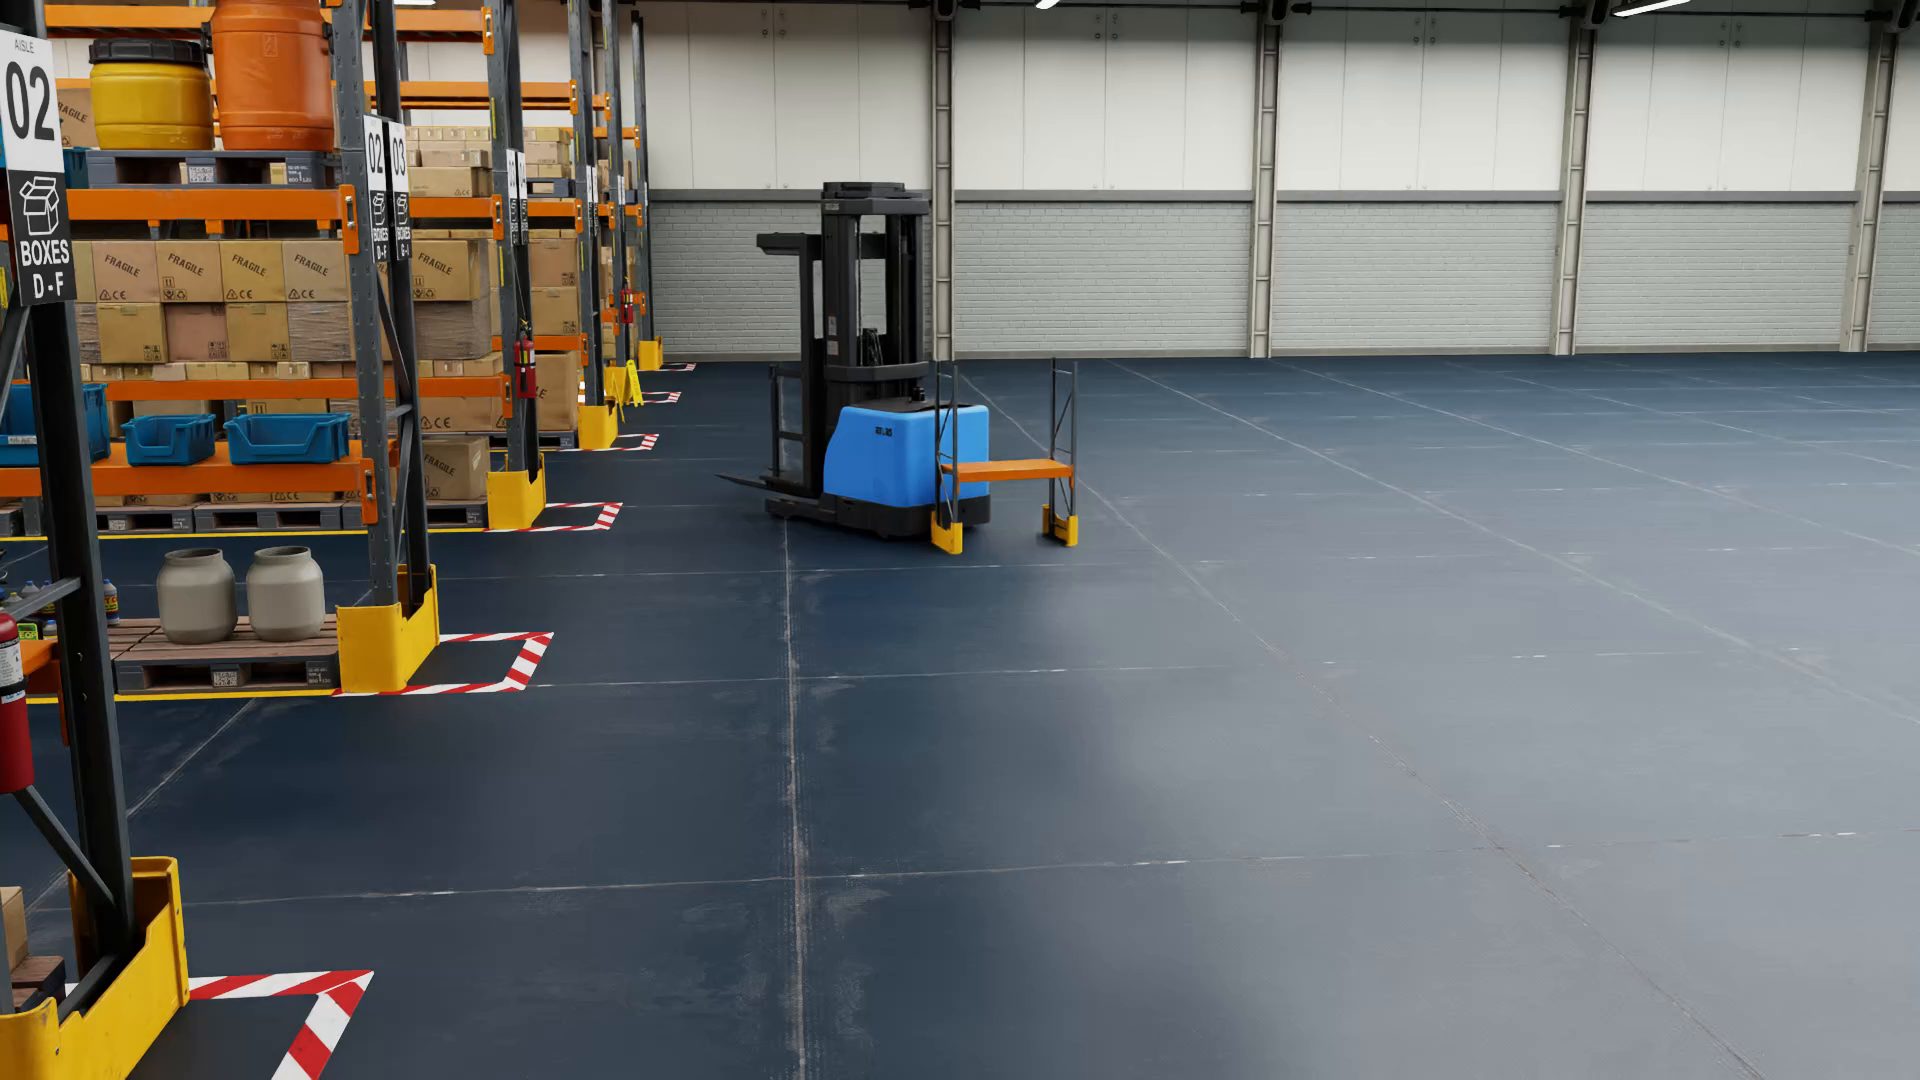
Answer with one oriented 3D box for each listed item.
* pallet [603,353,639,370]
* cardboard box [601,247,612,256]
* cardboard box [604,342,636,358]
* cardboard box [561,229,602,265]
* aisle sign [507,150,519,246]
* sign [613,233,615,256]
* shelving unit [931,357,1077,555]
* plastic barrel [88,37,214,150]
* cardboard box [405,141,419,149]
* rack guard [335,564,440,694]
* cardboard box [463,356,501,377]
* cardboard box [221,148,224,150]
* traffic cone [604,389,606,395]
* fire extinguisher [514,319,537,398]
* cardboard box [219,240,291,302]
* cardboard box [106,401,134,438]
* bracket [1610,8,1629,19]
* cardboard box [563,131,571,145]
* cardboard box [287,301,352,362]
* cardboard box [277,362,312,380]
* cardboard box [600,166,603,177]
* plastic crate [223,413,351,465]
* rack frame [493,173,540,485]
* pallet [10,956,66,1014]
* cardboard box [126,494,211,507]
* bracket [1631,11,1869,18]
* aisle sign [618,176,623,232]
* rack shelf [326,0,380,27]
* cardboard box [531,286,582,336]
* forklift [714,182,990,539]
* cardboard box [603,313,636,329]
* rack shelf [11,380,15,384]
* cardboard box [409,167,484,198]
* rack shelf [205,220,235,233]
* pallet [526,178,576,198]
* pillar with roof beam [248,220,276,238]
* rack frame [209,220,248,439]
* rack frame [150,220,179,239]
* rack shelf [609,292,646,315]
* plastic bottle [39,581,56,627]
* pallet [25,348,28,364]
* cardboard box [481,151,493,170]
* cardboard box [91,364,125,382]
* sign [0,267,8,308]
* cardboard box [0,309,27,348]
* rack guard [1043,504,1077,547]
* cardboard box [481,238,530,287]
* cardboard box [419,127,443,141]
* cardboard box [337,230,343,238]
[{"bbox_3d":[-6.244,-3.136,29.270,1.213,0.211,1.003,-1,11,-6],"label":"pallet"},{"bbox_3d":[-6.064,-4.982,28.722,0.250,0.149,0.380,-1,11,-6],"label":"cardboard box"},{"bbox_3d":[-5.921,-3.314,28.990,0.500,0.250,0.500,-1,11,-6],"label":"cardboard box"},{"bbox_3d":[-5.433,-4.209,23.880,0.500,0.500,0.700,-1,11,-7],"label":"cardboard box"},{"bbox_3d":[-3.784,-2.895,14.078,0.004,0.787,0.394,-1,11,-6],"label":"aisle sign"},{"bbox_3d":[-4.909,-4.192,23.596,0.005,0.325,0.100,-1,11,-6],"label":"sign"},{"bbox_3d":[0.360,-0.706,13.573,1.083,1.500,0.587,-4,12,-18],"label":"shelving unit"},{"bbox_3d":[-4.463,-2.448,9.190,0.600,0.588,0.600,0,11,0],"label":"plastic barrel"},{"bbox_3d":[-6.268,-4.333,18.628,0.500,0.250,0.500,-1,11,-6],"label":"cardboard box"},{"bbox_3d":[-3.414,0.512,9.970,0.348,0.500,1.175,-1,11,-6],"label":"rack guard"},{"bbox_3d":[-4.140,-1.507,14.407,0.250,0.149,0.380,-1,11,-6],"label":"cardboard box"},{"bbox_3d":[-5.954,-3.180,13.847,0.250,0.149,0.380,-1,11,-5],"label":"cardboard box"},{"bbox_3d":[-4.779,-1.869,22.176,0.334,0.463,0.336,-1,11,-6],"label":"traffic cone"},{"bbox_3d":[-3.715,-1.552,14.185,0.183,0.674,0.296,-1,11,-6],"label":"fire extinguisher"},{"bbox_3d":[-5.890,-2.272,14.026,0.500,0.500,0.500,-1,11,-6],"label":"cardboard box"},{"bbox_3d":[-9.857,-1.598,18.964,0.750,0.750,1.050,-1,11,-6],"label":"cardboard box"},{"bbox_3d":[12.068,-9.711,30.608,0.430,0.232,0.235,-1,11,-6],"label":"bracket"},{"bbox_3d":[-4.680,-4.678,19.346,0.250,0.149,0.380,-1,11,-5],"label":"cardboard box"},{"bbox_3d":[-5.414,-1.829,14.364,0.500,0.500,0.875,-1,11,-6],"label":"cardboard box"},{"bbox_3d":[-5.619,-1.455,14.146,0.250,0.149,0.380,-1,11,-6],"label":"cardboard box"},{"bbox_3d":[-5.324,-5.347,24.101,0.250,0.149,0.380,-1,11,-6],"label":"cardboard box"},{"bbox_3d":[-3.809,-0.585,9.452,0.616,0.251,0.499,-1,11,-6],"label":"plastic crate"},{"bbox_3d":[-3.878,-1.675,14.614,0.127,3.000,1.000,-1,11,-6],"label":"rack frame"},{"bbox_3d":[-3.568,1.617,5.098,1.213,0.211,1.003,-1,11,-6],"label":"pallet"},{"bbox_3d":[-6.885,-0.586,14.463,0.500,0.500,0.500,2,11,12],"label":"cardboard box"},{"bbox_3d":[14.646,-9.766,30.882,4.783,0.066,0.076,-1,11,-6],"label":"bracket"},{"bbox_3d":[-4.856,-4.797,23.754,0.004,0.787,0.394,-1,11,-6],"label":"aisle sign"},{"bbox_3d":[-5.332,-3.078,9.100,4.000,0.370,1.077,-1,11,-6],"label":"rack shelf"},{"bbox_3d":[-4.678,-2.686,19.366,0.550,0.550,0.875,-1,11,-6],"label":"cardboard box"},{"bbox_3d":[-1.097,-1.675,14.791,1.130,2.935,3.031,-10,15,-41],"label":"forklift"},{"bbox_3d":[-5.913,-3.806,28.898,0.500,0.250,0.500,-1,11,-4],"label":"cardboard box"},{"bbox_3d":[-9.843,-1.197,14.048,4.000,0.370,1.077,-1,11,-6],"label":"rack shelf"},{"bbox_3d":[-4.330,-3.015,14.041,0.500,0.250,0.500,-1,11,-5],"label":"cardboard box"},{"bbox_3d":[-10.279,-3.623,18.608,4.000,0.370,1.077,-1,11,-6],"label":"rack shelf"},{"bbox_3d":[-5.050,-4.040,19.094,1.213,0.211,1.003,-1,11,-6],"label":"pallet"},{"bbox_3d":[-11.778,-6.679,24.515,0.548,9.000,9.100,-1,11,-6],"label":"pillar with roof beam"},{"bbox_3d":[-8.290,-2.545,19.040,0.127,3.000,1.000,-1,11,-6],"label":"rack frame"},{"bbox_3d":[-13.442,-4.361,28.275,0.127,3.000,1.000,-1,11,-6],"label":"rack frame"},{"bbox_3d":[-7.477,-4.133,28.981,4.000,0.370,1.077,-1,11,-6],"label":"rack shelf"},{"bbox_3d":[-5.520,0.382,10.079,0.097,0.271,0.097,0,11,0],"label":"plastic bottle"},{"bbox_3d":[-8.631,-1.510,14.270,1.213,0.211,1.003,-1,11,-6],"label":"pallet"},{"bbox_3d":[-4.177,-3.308,14.497,0.250,0.149,0.380,-1,11,-6],"label":"cardboard box"},{"bbox_3d":[-7.113,-1.429,14.012,0.250,0.149,0.380,-1,11,-6],"label":"cardboard box"},{"bbox_3d":[-7.792,-2.054,13.538,0.005,0.325,0.100,-1,11,-6],"label":"sign"},{"bbox_3d":[-8.660,-2.103,14.145,1.000,1.000,1.000,-1,11,-6],"label":"cardboard box"},{"bbox_3d":[0.832,-0.124,13.851,0.087,0.250,0.587,-4,12,-18],"label":"rack guard"},{"bbox_3d":[-5.224,-3.203,19.195,0.550,0.550,0.875,-1,11,-6],"label":"cardboard box"},{"bbox_3d":[-5.876,-4.525,18.570,0.250,0.149,0.380,-1,11,-7],"label":"cardboard box"},{"bbox_3d":[-8.464,-4.146,23.558,0.500,0.500,0.700,-1,11,-7],"label":"cardboard box"}]
